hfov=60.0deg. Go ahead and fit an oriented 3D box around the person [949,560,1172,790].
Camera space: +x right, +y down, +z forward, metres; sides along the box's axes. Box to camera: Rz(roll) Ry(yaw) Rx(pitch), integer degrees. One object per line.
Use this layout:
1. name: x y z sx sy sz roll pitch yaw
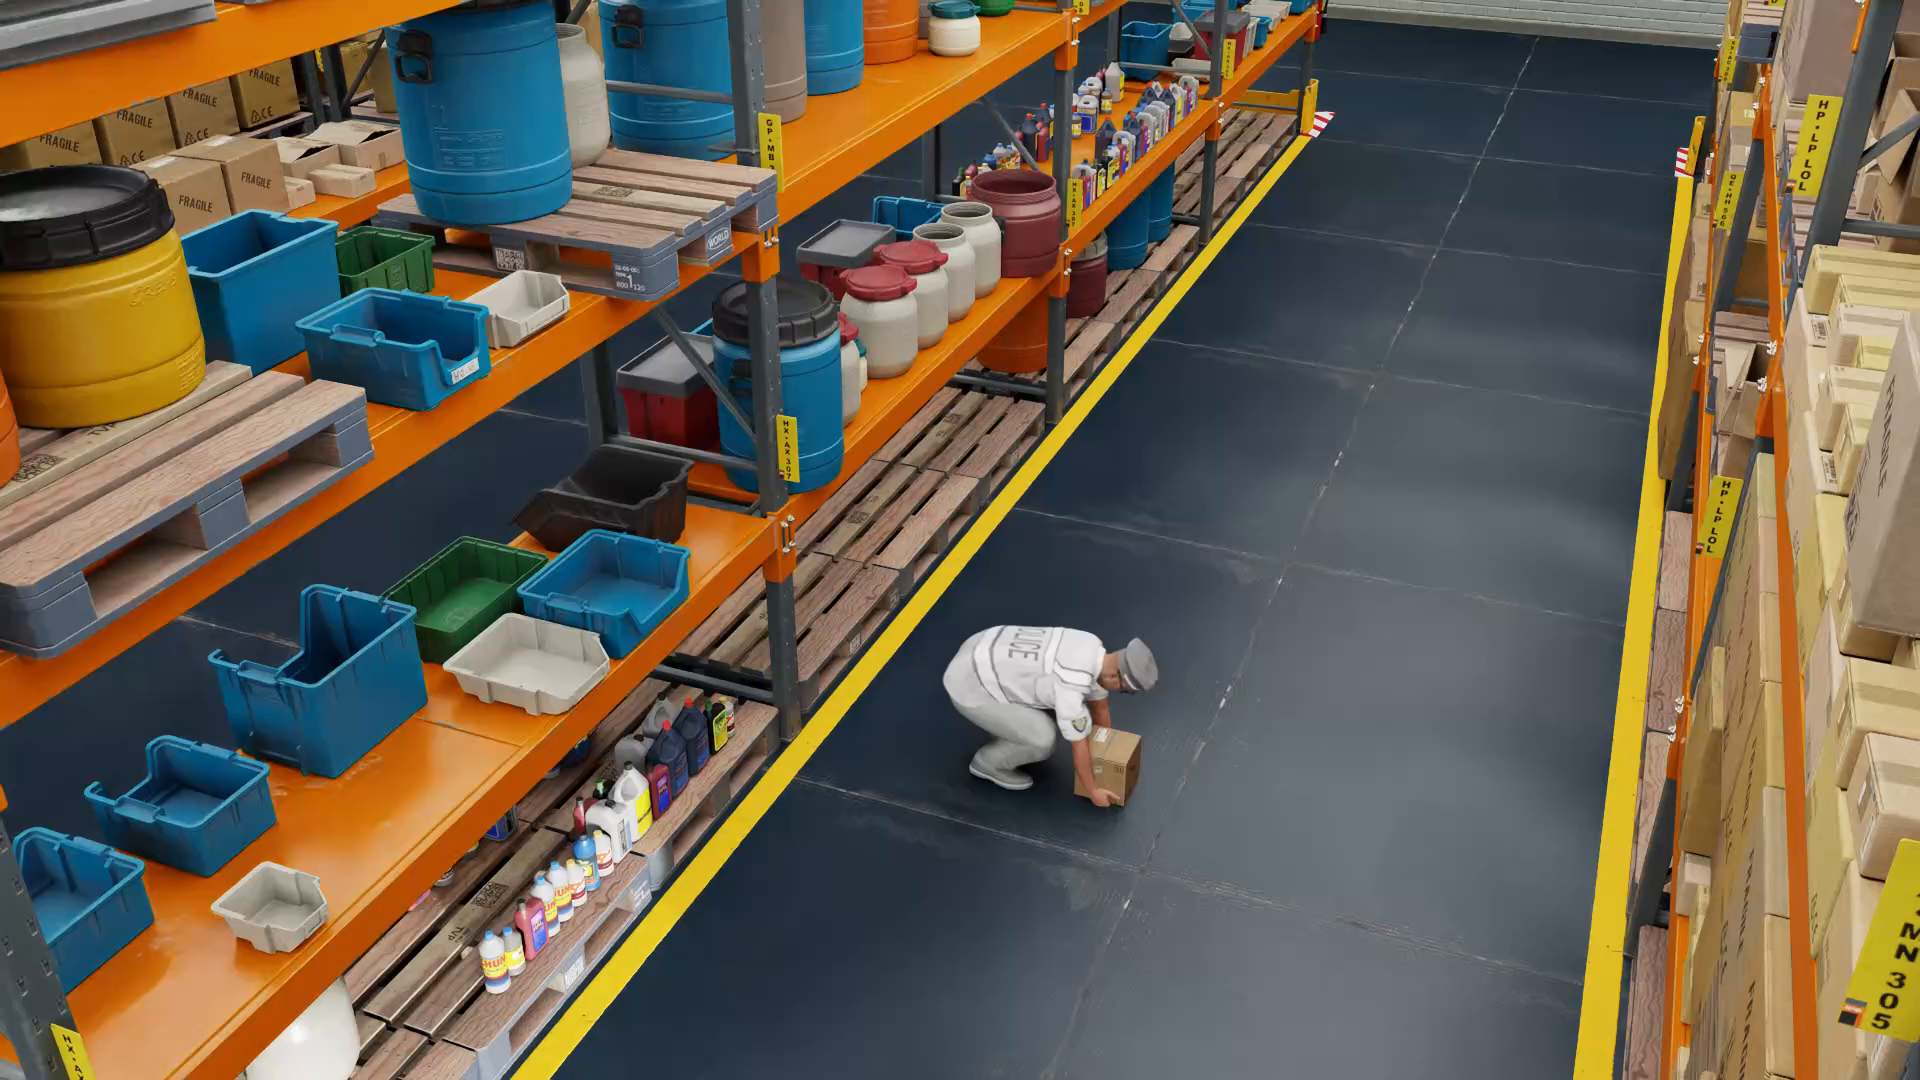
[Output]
1. person: 0.471 0.666 7.888 1.045 1.091 0.508 10 31 17
